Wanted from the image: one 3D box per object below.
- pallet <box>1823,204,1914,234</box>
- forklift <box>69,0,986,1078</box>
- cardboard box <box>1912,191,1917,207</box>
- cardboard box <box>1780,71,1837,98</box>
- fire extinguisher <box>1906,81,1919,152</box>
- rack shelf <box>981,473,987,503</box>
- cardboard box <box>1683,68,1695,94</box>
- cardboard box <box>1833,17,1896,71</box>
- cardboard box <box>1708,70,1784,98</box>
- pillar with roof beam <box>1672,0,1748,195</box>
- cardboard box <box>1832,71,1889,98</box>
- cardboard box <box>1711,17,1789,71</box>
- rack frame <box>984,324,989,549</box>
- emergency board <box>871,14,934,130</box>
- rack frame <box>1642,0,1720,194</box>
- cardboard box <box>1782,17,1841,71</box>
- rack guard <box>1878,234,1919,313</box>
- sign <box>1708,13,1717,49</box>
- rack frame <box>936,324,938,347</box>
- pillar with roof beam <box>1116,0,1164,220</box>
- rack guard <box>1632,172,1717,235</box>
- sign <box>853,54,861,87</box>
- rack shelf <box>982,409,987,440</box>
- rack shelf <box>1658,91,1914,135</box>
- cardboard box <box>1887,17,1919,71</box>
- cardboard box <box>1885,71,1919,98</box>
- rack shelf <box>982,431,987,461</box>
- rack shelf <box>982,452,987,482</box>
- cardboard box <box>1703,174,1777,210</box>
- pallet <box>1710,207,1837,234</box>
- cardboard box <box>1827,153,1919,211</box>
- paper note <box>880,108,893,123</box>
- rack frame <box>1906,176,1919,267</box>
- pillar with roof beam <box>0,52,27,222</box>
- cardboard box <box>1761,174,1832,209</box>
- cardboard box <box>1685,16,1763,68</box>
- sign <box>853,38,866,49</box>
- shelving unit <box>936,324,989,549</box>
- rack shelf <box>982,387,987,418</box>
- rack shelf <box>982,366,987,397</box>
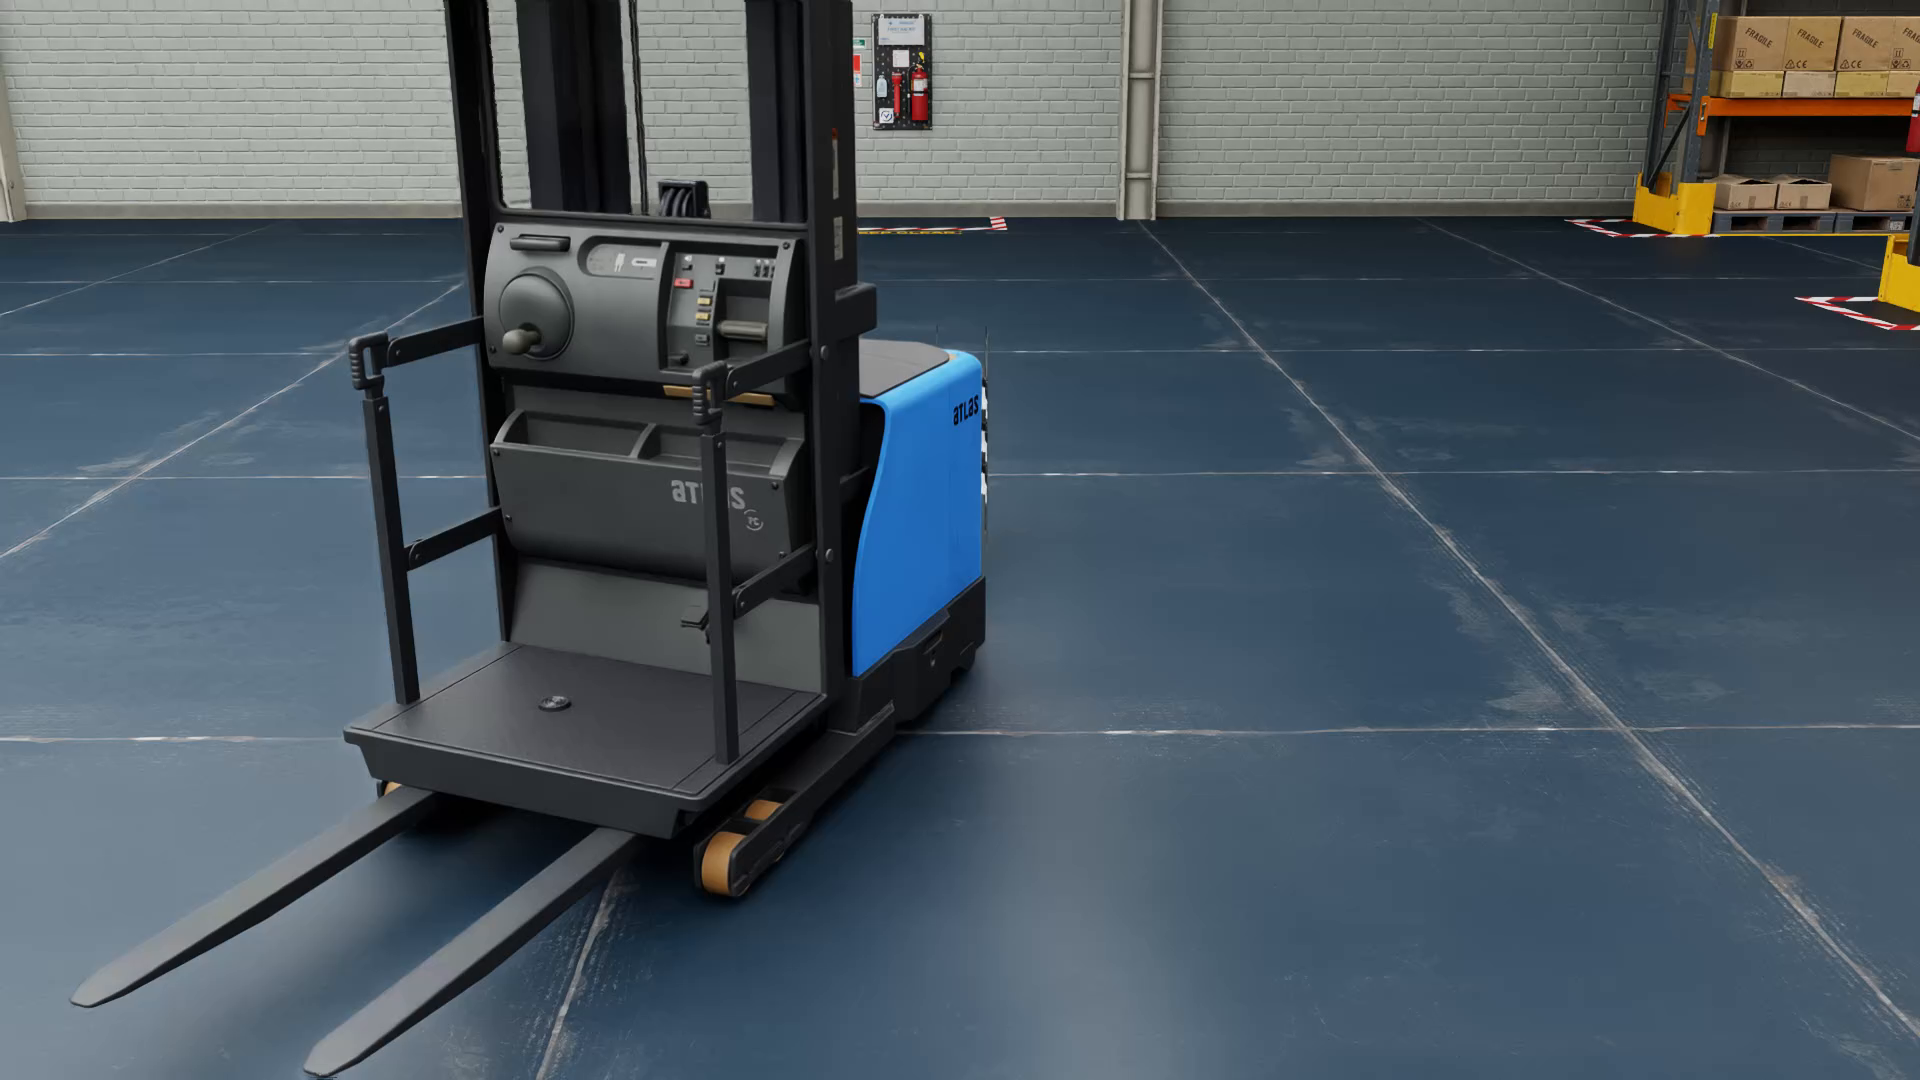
[{"bbox_3d":[9.294,-3.297,16.979,1.213,0.211,1.003,0,18,-1],"label":"pallet"},{"bbox_3d":[-0.939,-0.634,4.226,1.130,2.935,3.031,7,19,21],"label":"forklift"},{"bbox_3d":[9.589,-3.496,16.981,0.250,0.149,0.380,-2,18,-5],"label":"cardboard box"},{"bbox_3d":[8.201,-4.476,16.304,0.500,0.250,0.500,-1,18,-3],"label":"cardboard box"},{"bbox_3d":[7.145,-3.218,12.294,0.183,0.674,0.296,0,18,-1],"label":"fire extinguisher"},{"bbox_3d":[0.008,-0.225,6.975,0.200,0.077,0.258,0,18,-1],"label":"rack shelf"},{"bbox_3d":[7.653,-4.626,16.769,0.500,0.250,0.500,0,18,0],"label":"cardboard box"},{"bbox_3d":[8.682,-4.832,16.184,0.500,0.500,0.500,-1,18,-3],"label":"cardboard box"},{"bbox_3d":[7.682,-4.469,16.283,0.500,0.250,0.500,-1,18,-2],"label":"cardboard box"},{"bbox_3d":[7.943,-6.435,12.377,0.400,9.000,9.100,0,18,-1],"label":"pillar with roof beam"},{"bbox_3d":[8.710,-4.477,16.306,0.500,0.250,0.500,-1,18,-2],"label":"cardboard box"},{"bbox_3d":[7.671,-4.832,16.184,0.500,0.500,0.500,0,18,-1],"label":"cardboard box"},{"bbox_3d":[0.110,-0.429,6.912,0.006,0.900,0.240,0,18,-1],"label":"rack frame"},{"bbox_3d":[-0.596,-4.864,17.301,0.643,1.169,0.194,0,18,-1],"label":"emergency board"},{"bbox_3d":[7.189,-4.626,16.558,0.127,3.000,1.000,0,18,-1],"label":"rack frame"},{"bbox_3d":[8.165,-4.831,16.182,0.500,0.500,0.500,0,18,-1],"label":"cardboard box"},{"bbox_3d":[7.247,-1.923,12.223,0.348,0.500,1.175,0,18,-1],"label":"rack guard"},{"bbox_3d":[7.198,-4.872,15.909,0.005,0.325,0.100,0,18,-1],"label":"sign"},{"bbox_3d":[-0.094,-0.428,6.909,0.006,0.900,0.240,0,18,-1],"label":"rack frame"},{"bbox_3d":[1.944,-6.406,12.286,0.400,9.000,9.100,0,18,-1],"label":"pillar with roof beam"},{"bbox_3d":[7.265,-3.436,16.941,0.348,0.500,1.175,0,18,-1],"label":"rack guard"},{"bbox_3d":[-1.150,-4.910,17.385,0.234,0.329,0.001,0,18,-1],"label":"sign"},{"bbox_3d":[0.008,-0.482,6.893,0.200,0.077,0.258,0,18,-1],"label":"rack shelf"},{"bbox_3d":[9.189,-4.293,16.698,4.000,0.370,1.077,0,18,-1],"label":"rack shelf"},{"bbox_3d":[9.198,-4.838,16.203,0.500,0.500,0.500,0,18,1],"label":"cardboard box"},{"bbox_3d":[9.216,-4.479,16.311,0.500,0.250,0.500,0,18,0],"label":"cardboard box"},{"bbox_3d":[0.008,-0.397,6.920,0.200,0.077,0.258,0,18,-1],"label":"rack shelf"},{"bbox_3d":[0.008,-0.311,6.948,0.200,0.077,0.258,0,18,-1],"label":"rack shelf"},{"bbox_3d":[7.882,-3.531,16.826,0.500,0.311,0.500,-2,18,-7],"label":"cardboard box"},{"bbox_3d":[8.078,-3.292,16.963,1.213,0.211,1.003,0,18,-1],"label":"pallet"},{"bbox_3d":[9.186,-3.612,16.769,0.500,0.500,0.700,-1,18,-4],"label":"cardboard box"},{"bbox_3d":[-0.774,-4.465,17.498,0.142,0.148,0.016,0,18,-1],"label":"paper note"},{"bbox_3d":[7.271,-3.113,11.841,0.127,3.000,1.000,0,18,-1],"label":"rack frame"},{"bbox_3d":[-10.055,-6.349,12.106,0.400,9.000,9.100,0,18,-1],"label":"pillar with roof beam"},{"bbox_3d":[8.452,-3.534,16.834,0.500,0.311,0.500,1,18,4],"label":"cardboard box"},{"bbox_3d":[7.657,-4.988,16.672,0.500,0.500,0.500,0,18,-1],"label":"cardboard box"},{"bbox_3d":[-1.145,-5.160,17.296,0.331,0.109,0.001,0,18,-1],"label":"sign"},{"bbox_3d":[0.008,-0.429,6.910,0.210,0.900,0.258,0,18,-1],"label":"shelving unit"},{"bbox_3d":[0.008,-0.568,6.865,0.200,0.077,0.258,0,18,-1],"label":"rack shelf"},{"bbox_3d":[0.008,-0.654,6.838,0.200,0.077,0.258,0,18,-1],"label":"rack shelf"}]
